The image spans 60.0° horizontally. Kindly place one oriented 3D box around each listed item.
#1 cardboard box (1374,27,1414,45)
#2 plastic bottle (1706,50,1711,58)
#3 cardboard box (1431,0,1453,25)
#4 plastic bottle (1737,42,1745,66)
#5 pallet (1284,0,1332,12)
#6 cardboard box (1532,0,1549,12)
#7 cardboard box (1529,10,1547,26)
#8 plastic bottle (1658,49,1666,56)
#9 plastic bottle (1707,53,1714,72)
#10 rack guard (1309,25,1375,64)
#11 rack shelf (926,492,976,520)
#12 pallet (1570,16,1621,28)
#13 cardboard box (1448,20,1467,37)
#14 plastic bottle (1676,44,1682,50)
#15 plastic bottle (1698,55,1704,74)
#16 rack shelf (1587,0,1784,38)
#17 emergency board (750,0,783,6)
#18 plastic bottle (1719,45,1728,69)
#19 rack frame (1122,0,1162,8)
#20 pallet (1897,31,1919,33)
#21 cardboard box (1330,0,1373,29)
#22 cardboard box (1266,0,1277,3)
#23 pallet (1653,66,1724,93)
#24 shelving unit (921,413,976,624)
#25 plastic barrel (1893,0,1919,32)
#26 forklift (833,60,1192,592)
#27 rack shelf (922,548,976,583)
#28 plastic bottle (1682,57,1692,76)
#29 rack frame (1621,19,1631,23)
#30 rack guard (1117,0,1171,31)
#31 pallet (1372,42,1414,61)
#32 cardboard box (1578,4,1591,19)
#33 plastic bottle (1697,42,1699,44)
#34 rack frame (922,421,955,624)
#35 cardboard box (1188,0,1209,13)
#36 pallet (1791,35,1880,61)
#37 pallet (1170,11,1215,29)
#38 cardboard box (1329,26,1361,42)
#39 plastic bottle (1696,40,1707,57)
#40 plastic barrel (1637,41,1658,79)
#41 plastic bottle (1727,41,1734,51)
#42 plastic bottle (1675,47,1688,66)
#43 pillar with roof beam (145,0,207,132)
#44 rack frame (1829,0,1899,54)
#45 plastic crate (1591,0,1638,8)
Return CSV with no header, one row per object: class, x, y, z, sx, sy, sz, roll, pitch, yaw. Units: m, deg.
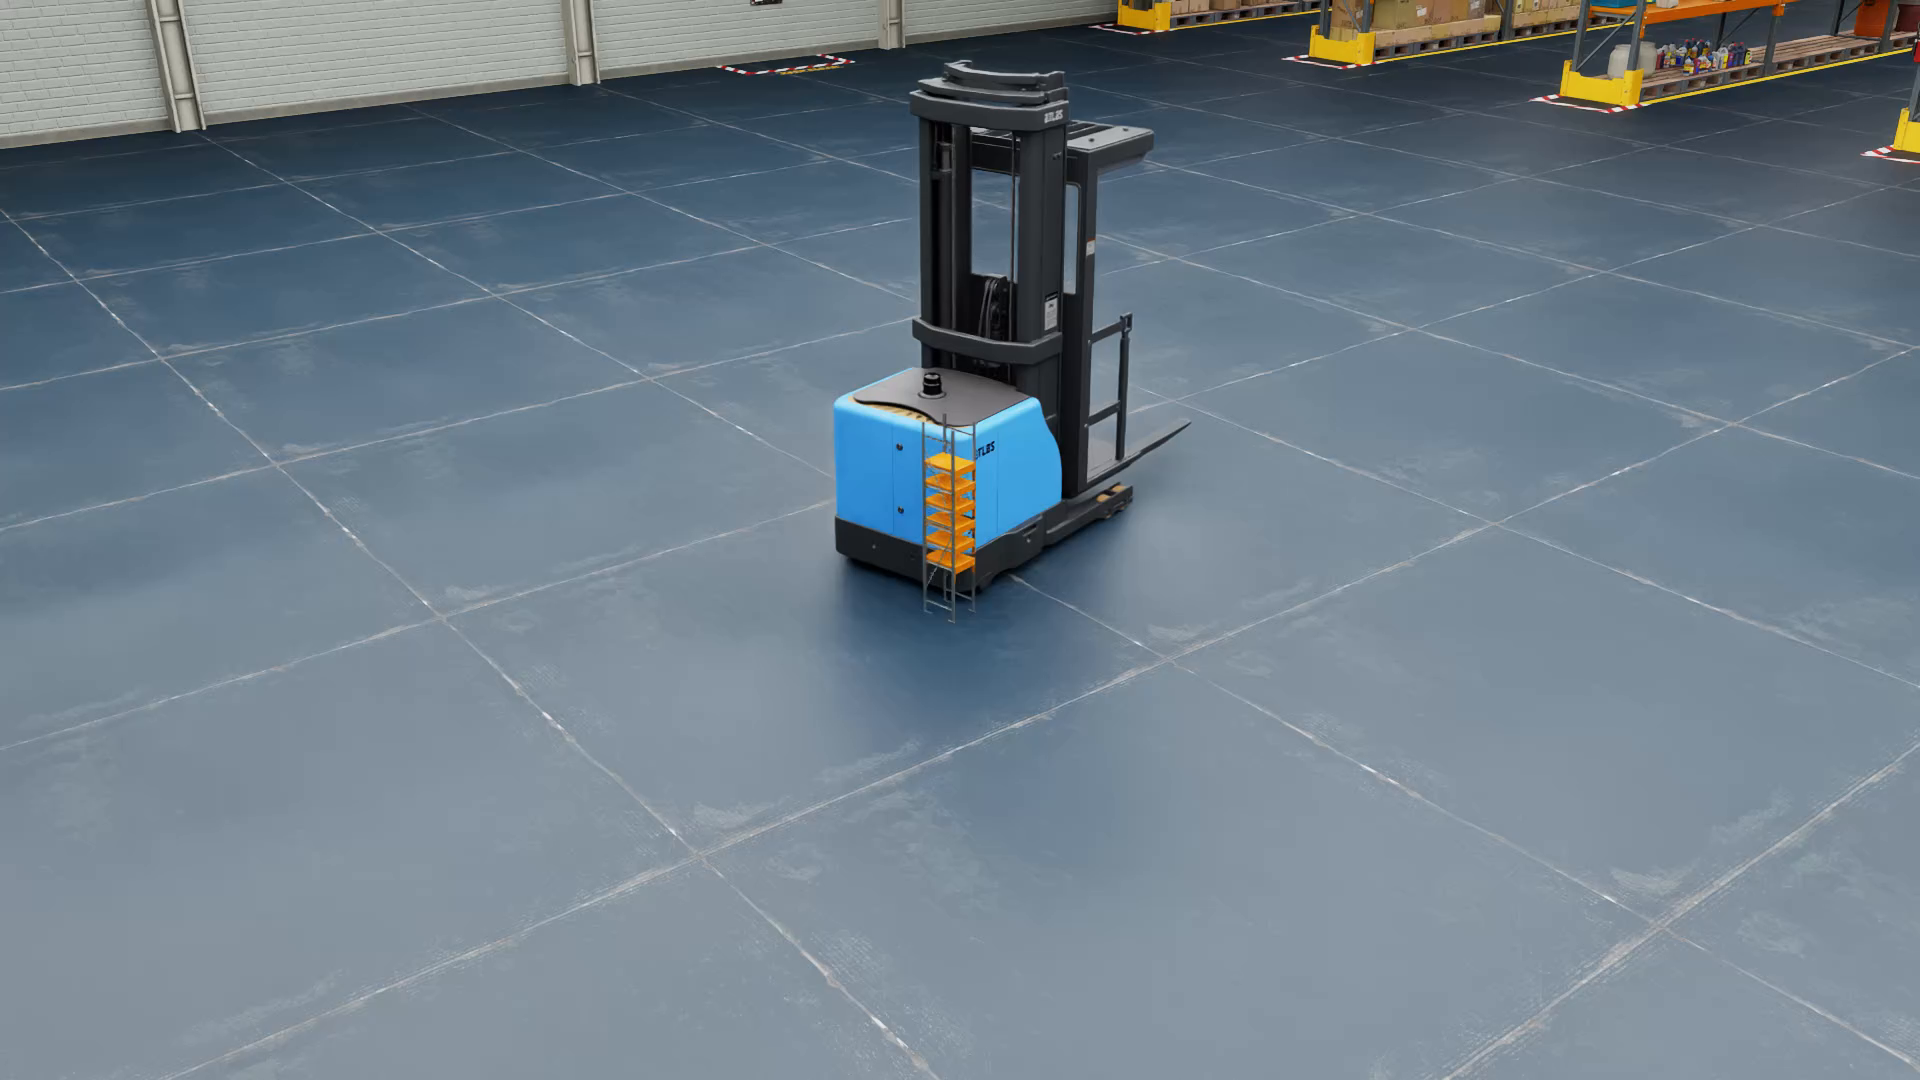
cardboard box,7.489,-8.751,28.809,0.500,0.250,0.500,-18,31,-34
plastic bottle,11.809,-7.573,26.208,0.133,0.283,0.061,-18,31,-34
cardboard box,8.280,-9.348,29.207,0.500,0.500,0.500,-18,31,-34
plastic bottle,12.411,-7.743,26.495,0.185,0.351,0.144,-19,31,-35
pallet,7.238,-11.228,34.691,1.213,0.211,1.003,-18,31,-34
cardboard box,10.562,-10.000,30.836,0.500,0.311,0.500,-19,31,-35
cardboard box,10.559,-9.748,30.958,0.500,0.250,0.500,-17,30,-33
plastic bottle,11.091,-7.648,26.378,0.135,0.276,0.152,-19,31,-35
plastic bottle,11.719,-7.466,25.993,0.097,0.271,0.097,0,25,0
rack guard,6.520,-8.471,28.408,0.348,0.500,1.175,-18,31,-34
rack shelf,-0.064,-0.187,9.548,0.258,0.103,0.180,20,31,36
pallet,12.162,-10.223,32.527,1.213,0.211,1.003,-18,31,-34
cardboard box,8.672,-9.139,29.645,0.500,0.250,0.500,-18,31,-34
plastic bottle,11.544,-7.825,26.751,0.133,0.283,0.061,-17,30,-32
plastic bottle,11.481,-7.388,25.823,0.097,0.271,0.097,0,25,0
rack shelf,11.166,-8.162,25.628,4.000,0.370,1.077,-18,31,-34
emergency board,-3.212,-9.535,27.732,0.626,1.169,0.157,-18,31,-34
plastic bottle,12.006,-7.609,26.207,0.185,0.351,0.144,-18,31,-34
rack frame,3.479,-11.251,31.429,0.127,3.000,1.000,-18,31,-34
pallet,17.441,-9.316,30.572,1.213,0.211,1.003,-18,31,-34
cardboard box,6.777,-9.132,28.740,0.500,0.500,0.500,-18,31,-34
cardboard box,6.224,-11.055,33.851,0.380,0.166,0.250,22,33,39
pallet,11.225,-7.264,26.150,1.213,0.211,1.003,-18,31,-34
shelving unit,-0.064,-0.118,9.580,0.258,1.200,0.189,20,31,36
plastic barrel,17.151,-9.570,30.172,0.708,0.588,0.600,-18,31,-34
forklift,0.509,-1.578,10.668,1.130,2.935,3.031,18,30,33
rack shelf,-0.064,0.140,9.700,0.258,0.103,0.180,20,31,36
plastic bottle,11.211,-7.299,25.631,0.097,0.271,0.097,0,25,0
rack frame,12.834,-11.689,32.373,0.127,3.000,1.000,-18,31,-34
rack guard,3.539,-10.137,31.997,0.348,0.500,1.175,-18,31,-34
pallet,7.114,-8.558,28.940,1.213,0.211,1.003,-18,31,-34
cardboard box,11.769,-10.150,31.824,0.500,0.250,0.500,-17,30,-33
plastic bottle,11.981,-7.941,27.011,0.135,0.276,0.152,-17,30,-32
rack frame,-0.123,-0.089,9.517,0.240,1.200,0.006,20,31,36
cardboard box,4.527,-10.529,32.544,0.500,0.311,0.500,-15,29,-30
pallet,15.254,-8.594,29.016,1.213,0.211,1.003,-18,31,-34
pallet,4.200,-10.205,32.488,1.213,0.211,1.003,-18,31,-34
cardboard box,6.778,-8.791,28.896,0.500,0.250,0.500,-18,31,-34
plastic bottle,11.937,-7.886,26.803,0.185,0.351,0.144,-18,31,-34
plastic barrel,10.457,-7.357,25.496,0.421,0.512,0.421,0,25,0
plastic bottle,12.322,-7.791,26.598,0.185,0.351,0.144,-18,31,-34
plastic bottle,11.477,-7.698,26.486,0.135,0.276,0.152,-18,31,-34
pillar with roof beam,-8.012,-8.338,18.027,0.400,9.000,9.100,-18,31,-34
rack frame,15.887,-10.047,28.835,0.127,3.000,1.000,-18,31,-34
plastic crate,9.801,-8.130,24.882,0.616,0.251,0.499,-18,31,-34
